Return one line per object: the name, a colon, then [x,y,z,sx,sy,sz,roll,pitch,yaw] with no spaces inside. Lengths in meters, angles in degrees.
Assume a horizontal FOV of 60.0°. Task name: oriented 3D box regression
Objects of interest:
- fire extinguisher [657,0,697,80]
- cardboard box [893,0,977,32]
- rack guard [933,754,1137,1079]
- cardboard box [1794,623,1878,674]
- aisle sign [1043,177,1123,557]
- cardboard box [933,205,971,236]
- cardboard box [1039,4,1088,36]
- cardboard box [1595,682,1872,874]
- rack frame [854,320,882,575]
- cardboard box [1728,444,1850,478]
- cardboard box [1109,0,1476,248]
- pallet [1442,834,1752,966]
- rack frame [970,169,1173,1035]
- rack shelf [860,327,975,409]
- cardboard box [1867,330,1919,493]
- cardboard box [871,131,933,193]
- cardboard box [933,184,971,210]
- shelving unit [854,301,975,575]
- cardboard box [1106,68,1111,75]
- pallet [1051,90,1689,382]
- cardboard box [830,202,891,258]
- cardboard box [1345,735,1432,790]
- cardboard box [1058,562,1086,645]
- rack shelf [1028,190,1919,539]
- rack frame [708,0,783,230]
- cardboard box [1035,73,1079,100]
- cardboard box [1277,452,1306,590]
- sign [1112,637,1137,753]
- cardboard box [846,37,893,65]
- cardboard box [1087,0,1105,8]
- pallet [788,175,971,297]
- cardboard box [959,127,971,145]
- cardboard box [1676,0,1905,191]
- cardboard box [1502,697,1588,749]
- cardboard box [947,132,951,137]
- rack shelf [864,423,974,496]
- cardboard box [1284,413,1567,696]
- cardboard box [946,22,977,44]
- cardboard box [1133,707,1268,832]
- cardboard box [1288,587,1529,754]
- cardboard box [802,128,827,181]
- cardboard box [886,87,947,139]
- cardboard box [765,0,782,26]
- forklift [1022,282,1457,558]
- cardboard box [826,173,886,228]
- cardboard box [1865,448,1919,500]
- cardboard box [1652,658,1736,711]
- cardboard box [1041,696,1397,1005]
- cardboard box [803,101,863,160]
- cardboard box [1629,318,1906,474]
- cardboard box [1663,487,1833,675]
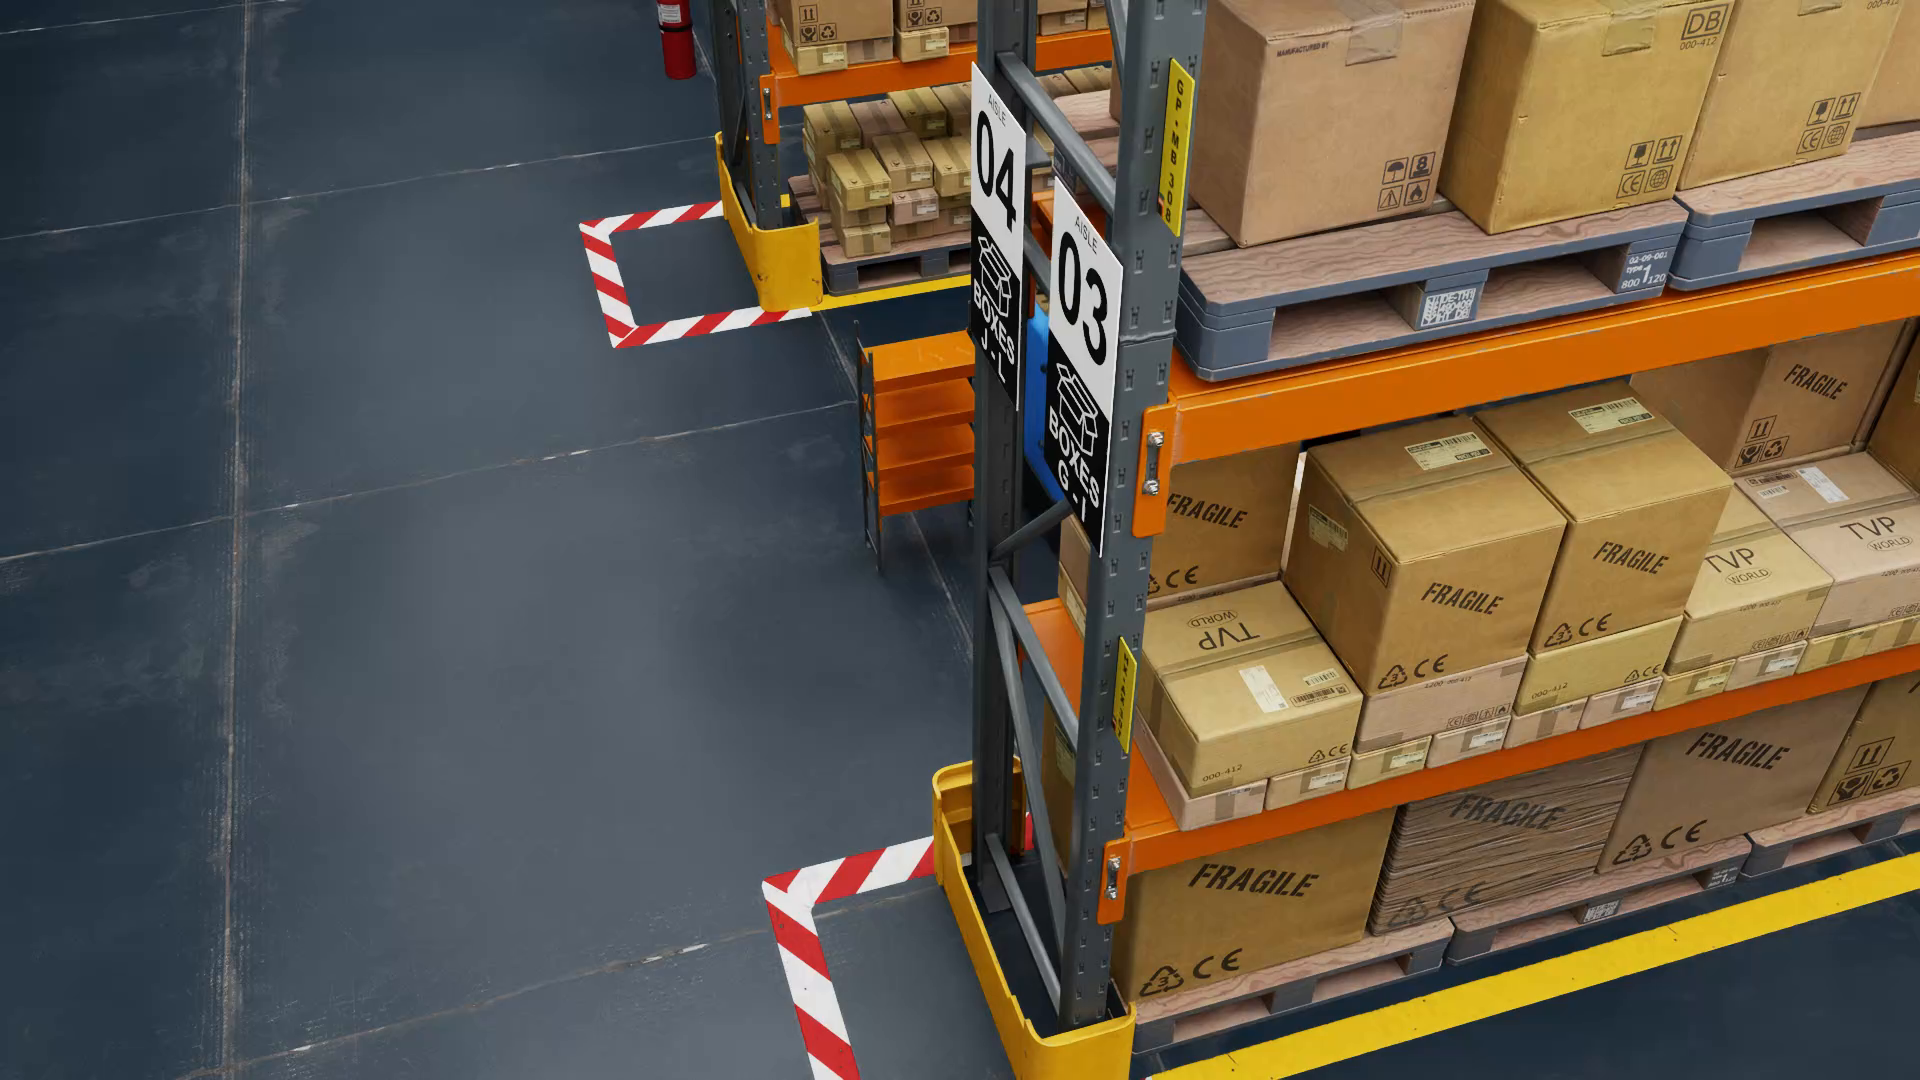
fire extinguisher: [-1.524,-2.806,8.874,0.183,0.674,0.296,-12,42,-13]
cardboard box: [-0.131,-2.923,8.363,0.500,0.500,0.500,-12,42,-13]
rack guard: [0.226,1.343,5.683,0.348,0.500,1.175,-12,42,-13]
cardboard box: [2.646,0.221,5.258,0.250,0.149,0.380,-12,43,-14]
aisle sign: [0.270,-0.380,3.779,0.004,0.787,0.394,-12,42,-13]
cardboard box: [-0.089,-1.880,9.319,0.250,0.149,0.380,-11,42,-13]
cardboard box: [0.482,-2.802,8.718,0.250,0.149,0.380,-12,43,-14]
cardboard box: [2.552,0.506,6.036,0.875,0.875,0.875,-12,42,-13]
rack frame: [-0.391,-0.371,7.112,0.015,1.200,0.240,-12,42,-13]
cardboard box: [2.569,-0.320,5.574,0.500,0.250,0.500,-11,42,-12]
cardboard box: [0.729,-1.103,3.831,0.500,0.500,0.700,-14,43,-16]
pallet: [2.150,1.001,6.294,1.213,0.211,1.003,-12,42,-13]
rack frame: [0.249,0.397,4.866,0.127,3.000,1.000,-12,42,-13]
rack shelf: [-0.158,-0.715,6.909,0.480,0.148,0.258,-12,42,-13]
cardboard box: [3.227,-0.377,5.069,0.500,0.500,0.500,-11,42,-13]
cardboard box: [-0.316,-2.065,9.079,0.250,0.149,0.380,-11,42,-12]
cardboard box: [-0.083,-1.998,9.228,0.250,0.149,0.380,-11,42,-13]
shelving unit: [-0.158,-0.419,7.167,0.503,1.200,0.258,-12,42,-13]
cardboard box: [1.029,-2.628,9.724,0.250,0.149,0.380,-13,43,-15]
pallet: [0.953,-0.853,4.083,1.213,0.211,1.003,-12,42,-13]
cardboard box: [-0.549,-1.723,9.140,0.250,0.149,0.380,-11,42,-12]
cardboard box: [1.175,0.526,4.909,0.250,0.149,0.380,-13,43,-14]
cardboard box: [0.490,0.214,5.265,0.250,0.149,0.380,-11,42,-12]
rack shelf: [2.156,-0.857,4.568,4.000,0.370,1.077,-12,42,-13]
rack frame: [-1.145,-2.736,8.451,0.127,3.000,1.000,-12,42,-13]
cardboard box: [0.540,-2.535,9.616,0.250,0.149,0.380,-13,43,-14]
cardboard box: [1.115,-0.021,5.232,0.500,0.250,0.500,-12,43,-14]
sign: [0.410,0.390,4.155,0.005,0.325,0.100,-12,42,-13]
cardboard box: [-0.507,-2.576,8.459,0.250,0.149,0.380,-10,42,-12]
cardboard box: [0.825,-3.116,8.584,0.500,0.500,0.500,-13,43,-14]
pallet: [-0.287,-1.839,9.544,1.213,0.211,1.003,-12,42,-13]
cardboard box: [0.174,-2.135,9.159,0.250,0.149,0.380,-14,43,-15]
cardboard box: [1.780,-1.271,4.023,0.500,0.500,0.700,-14,43,-16]
cardboard box: [1.666,0.424,5.025,0.250,0.149,0.380,-12,43,-14]
cardboard box: [0.055,-2.308,9.583,0.250,0.149,0.380,-12,43,-14]
rack shelf: [-0.158,-0.368,7.212,0.480,0.148,0.258,-12,42,-13]
cardboard box: [1.265,0.034,4.598,0.500,0.500,0.500,-13,43,-14]
cardboard box: [-0.028,-2.733,8.639,0.250,0.149,0.380,-10,42,-11]
cardboard box: [0.687,0.628,4.792,0.250,0.149,0.380,-11,42,-13]
cardboard box: [1.282,0.309,4.854,0.500,0.250,0.500,-12,43,-14]
cardboard box: [-0.727,-2.216,9.478,0.250,0.149,0.380,-13,43,-14]
cardboard box: [-0.250,-2.453,9.523,0.250,0.149,0.380,-13,43,-14]
cardboard box: [-0.919,-2.883,8.811,0.250,0.149,0.380,-12,42,-13]
forklift: [1.754,-1.515,7.106,3.031,2.935,1.130,-13,43,-15]
cardboard box: [-0.568,-1.875,9.087,0.250,0.149,0.380,-10,42,-11]
cardboard box: [3.229,-0.094,5.315,0.500,0.250,0.500,-10,42,-12]
cardboard box: [2.153,0.323,5.141,0.250,0.149,0.380,-13,43,-14]
cardboard box: [0.835,0.862,5.629,0.875,0.875,0.875,-12,42,-13]
cardboard box: [-0.716,-2.308,9.357,0.250,0.149,0.380,-11,42,-13]
cardboard box: [2.564,-0.599,5.324,0.500,0.500,0.500,-13,43,-14]
cardboard box: [2.258,0.105,5.087,0.500,0.250,0.500,-12,43,-14]
